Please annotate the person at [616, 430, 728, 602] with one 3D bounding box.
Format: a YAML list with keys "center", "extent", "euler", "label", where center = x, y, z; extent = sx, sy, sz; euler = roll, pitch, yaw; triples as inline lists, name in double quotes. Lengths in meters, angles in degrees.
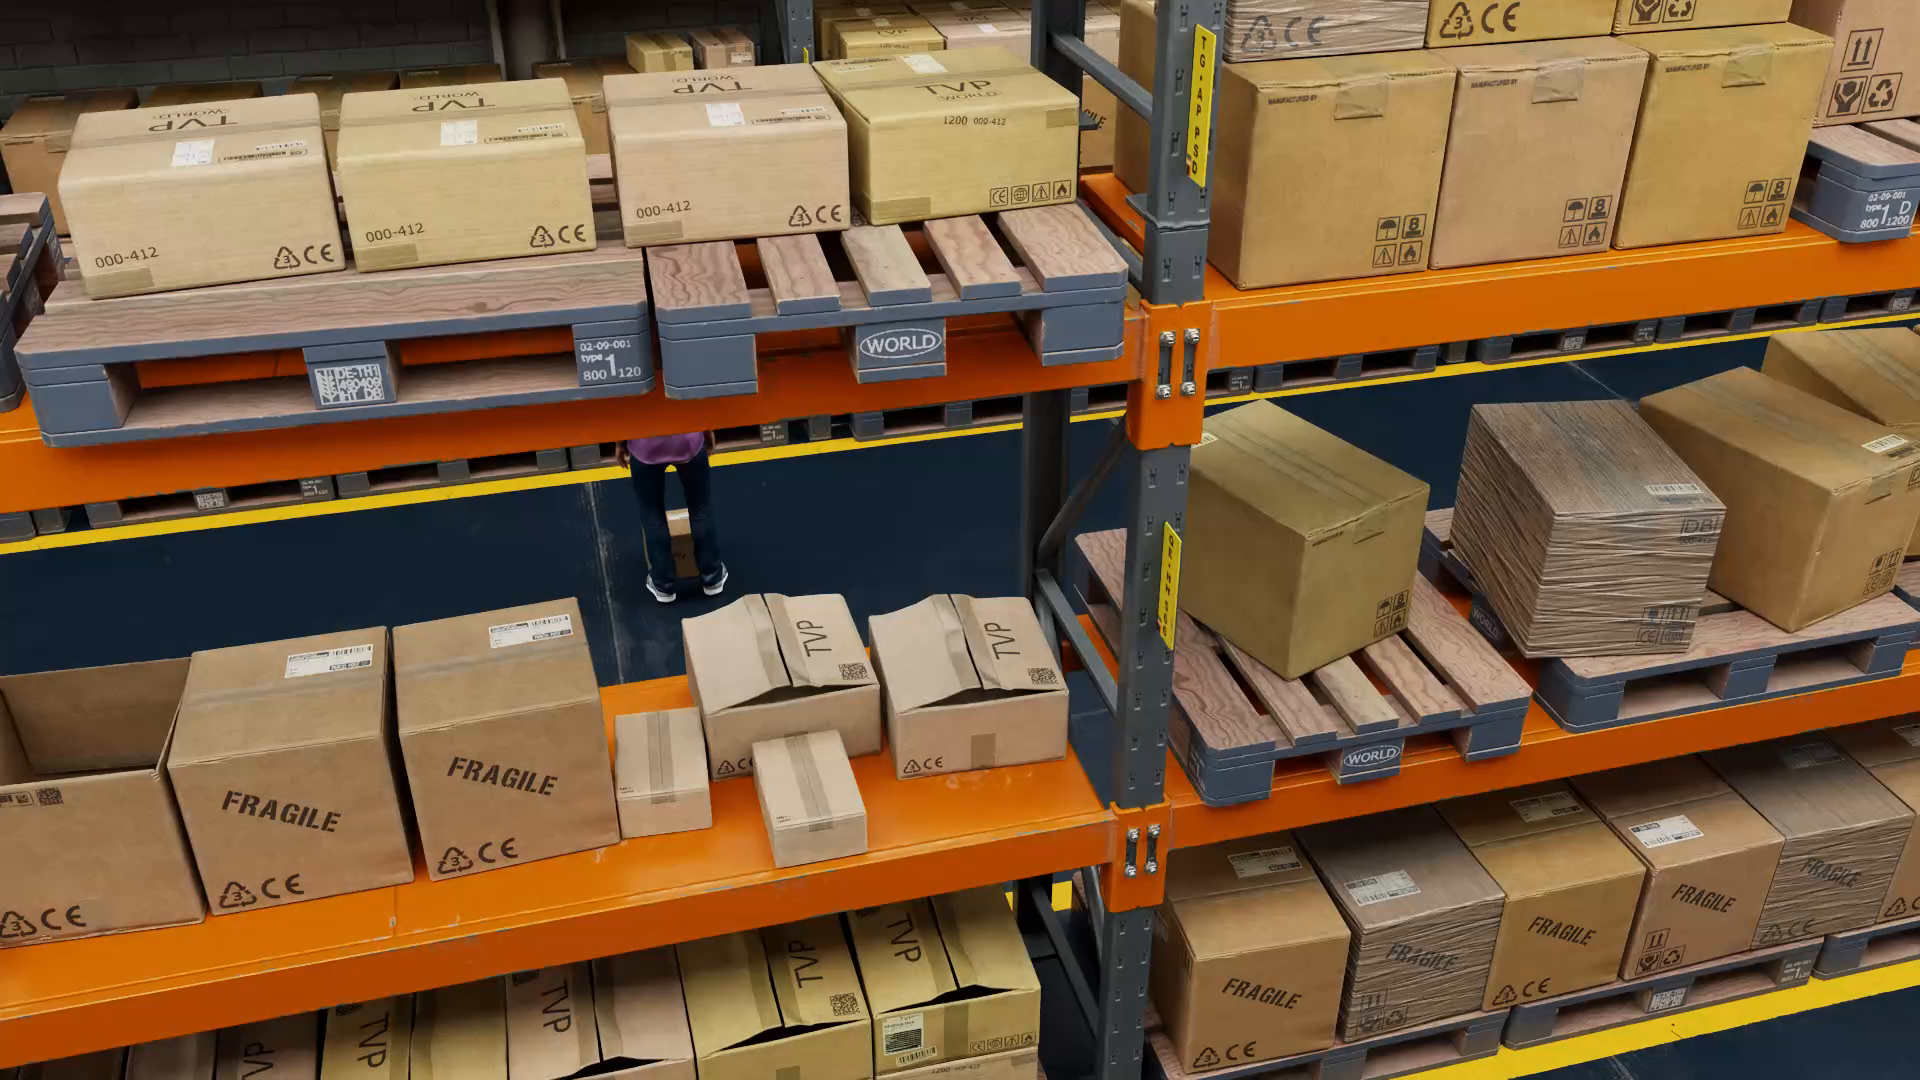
- center: [-1.348, -0.437, 7.640]
  extent: [0.476, 1.593, 0.347]
  euler: [-9, 32, -14]
  label: "person"
